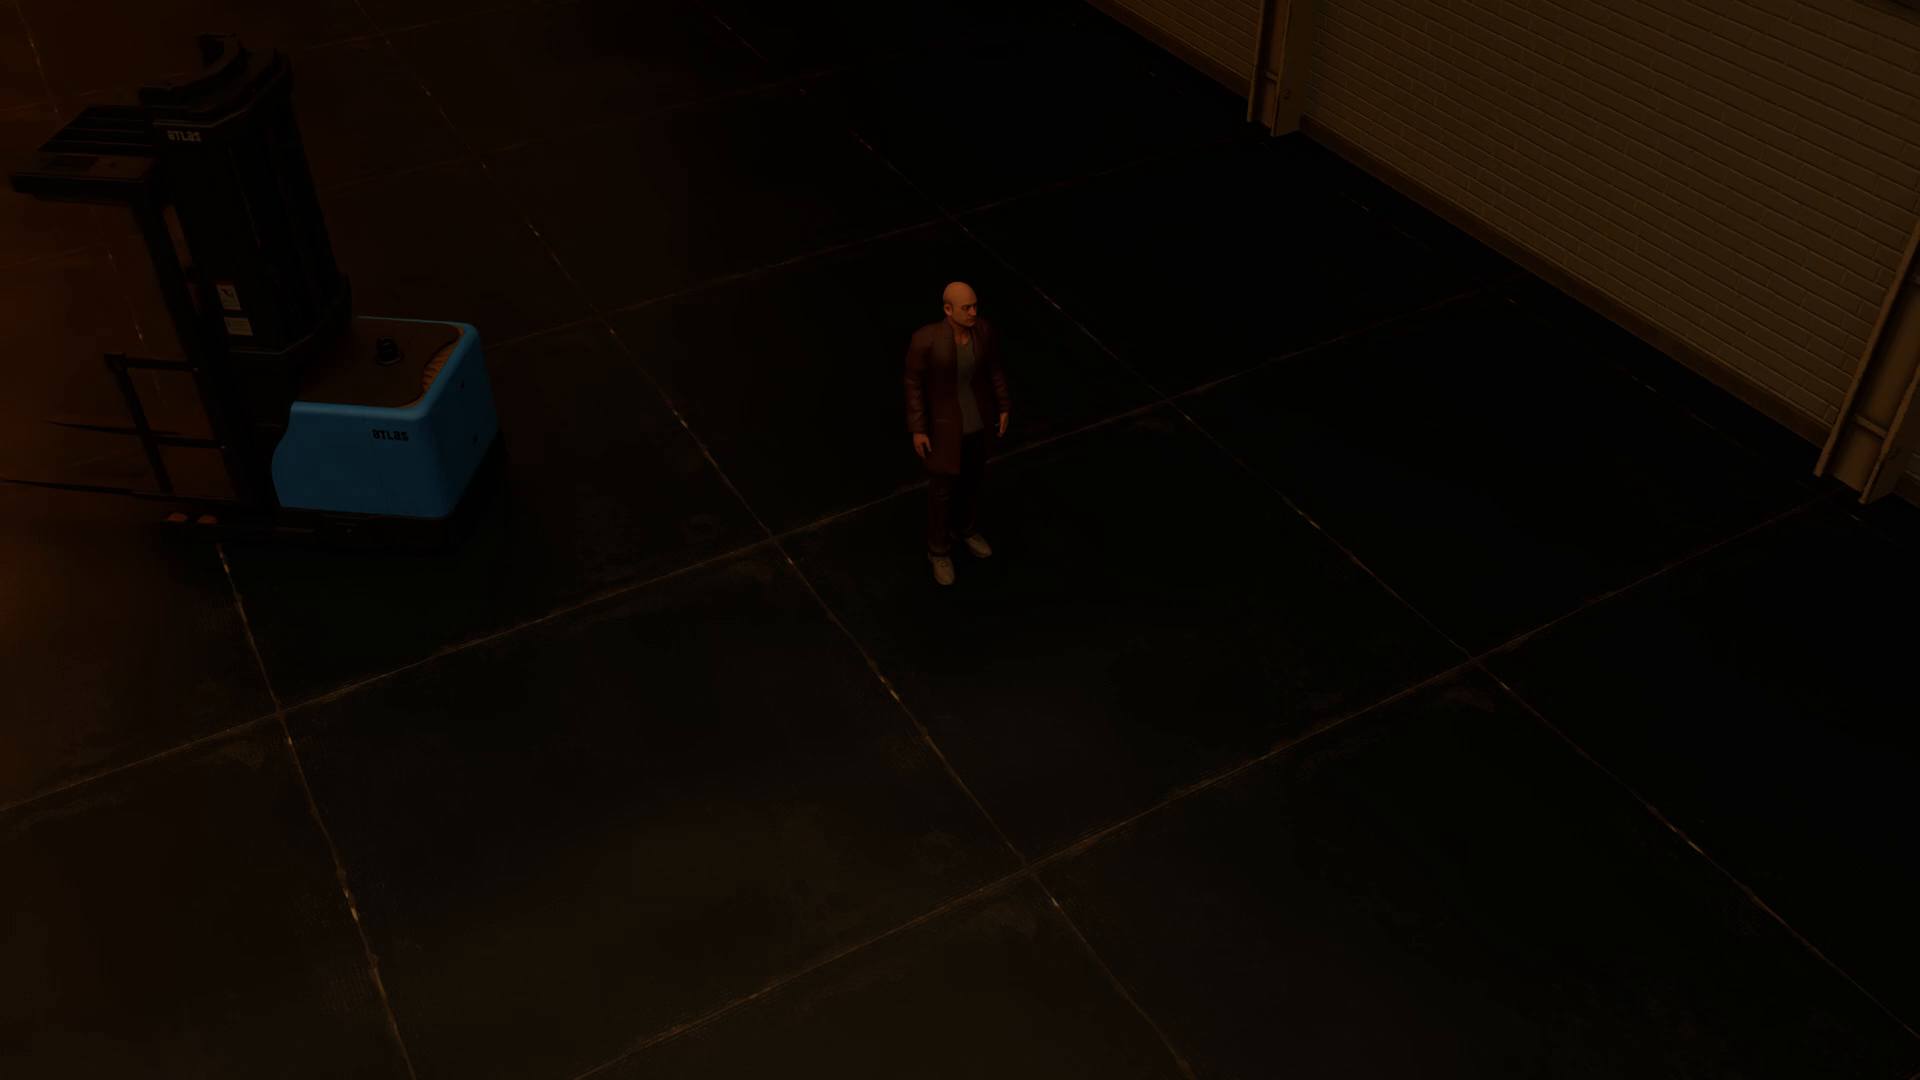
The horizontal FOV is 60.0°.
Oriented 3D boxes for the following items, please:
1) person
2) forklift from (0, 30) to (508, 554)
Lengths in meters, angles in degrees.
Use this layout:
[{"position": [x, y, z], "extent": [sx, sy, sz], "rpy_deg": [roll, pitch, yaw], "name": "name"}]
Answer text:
[{"position": [0.043, -0.638, 9.697], "extent": [0.698, 1.778, 0.579], "rpy_deg": [-20, 44, -23], "name": "person"}, {"position": [-4.510, -1.448, 9.782], "extent": [3.031, 2.935, 1.130], "rpy_deg": [4, 40, 5], "name": "forklift"}]
